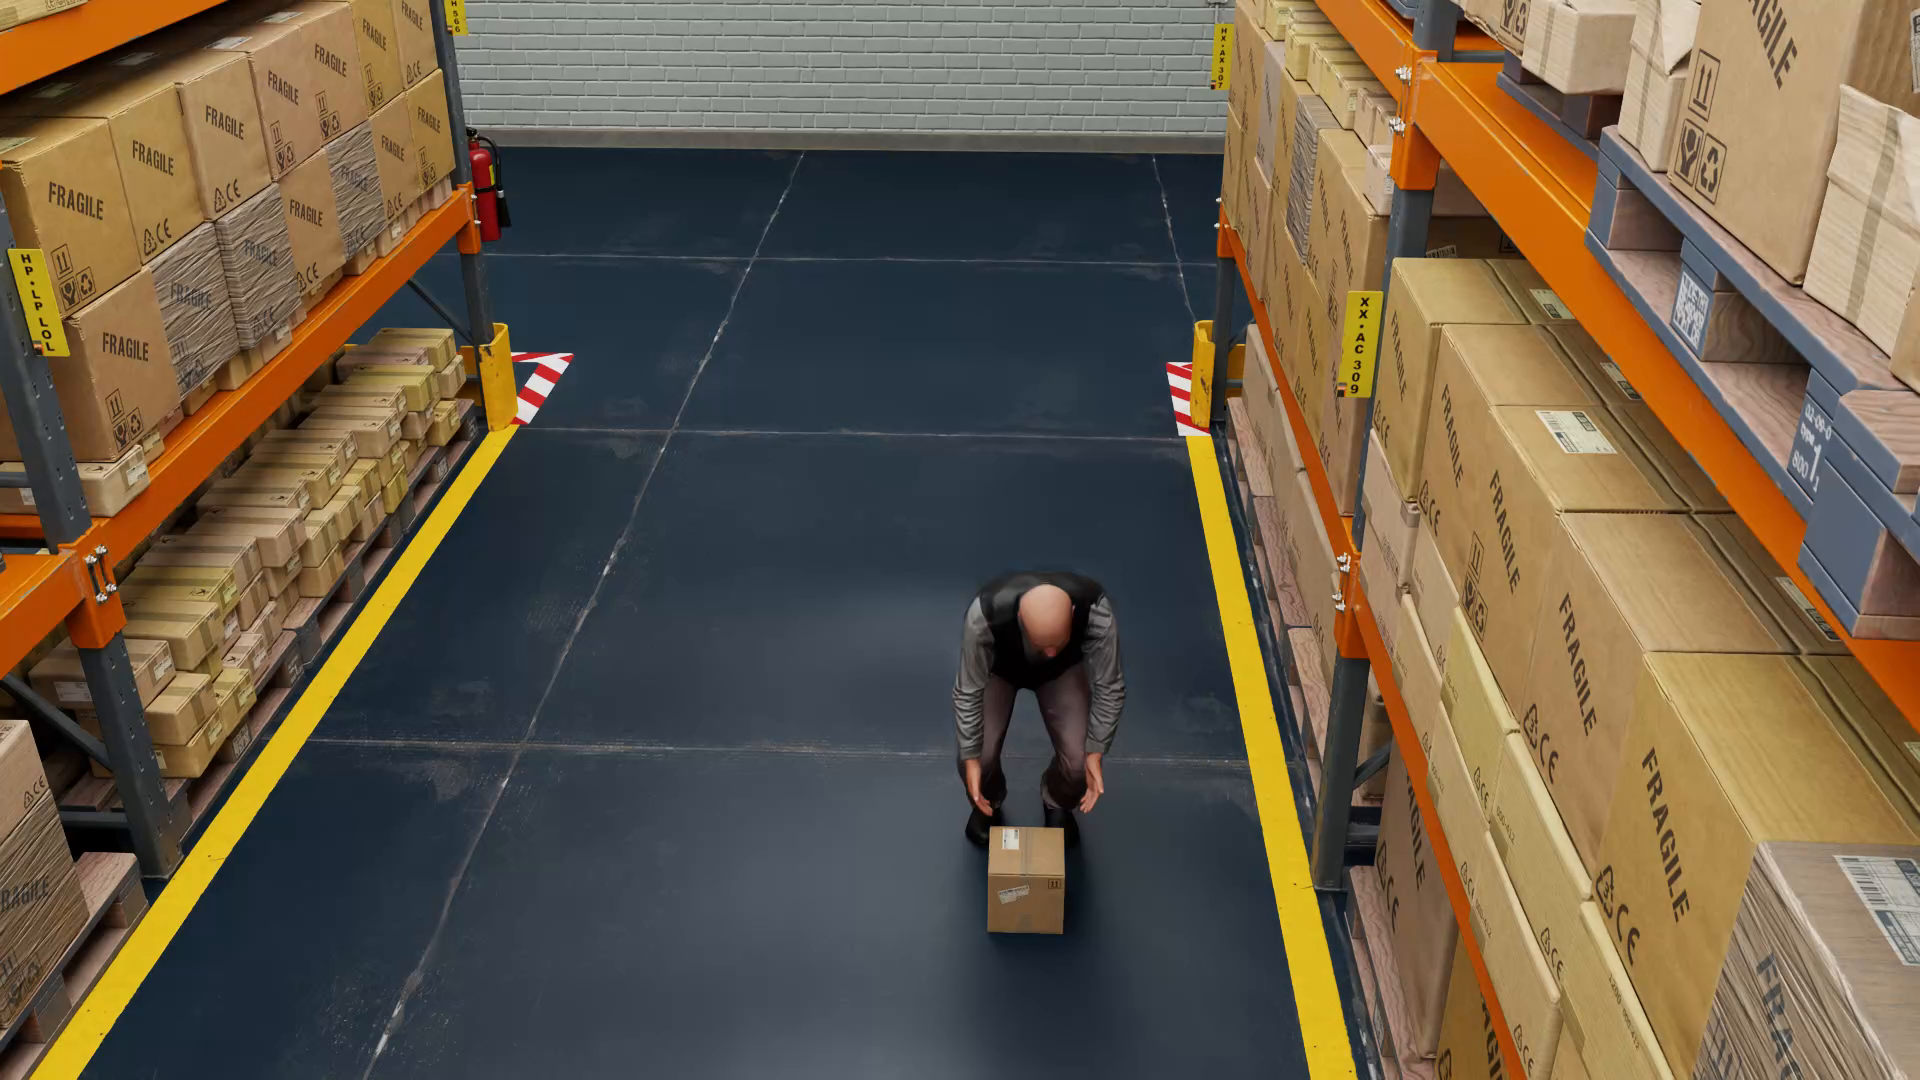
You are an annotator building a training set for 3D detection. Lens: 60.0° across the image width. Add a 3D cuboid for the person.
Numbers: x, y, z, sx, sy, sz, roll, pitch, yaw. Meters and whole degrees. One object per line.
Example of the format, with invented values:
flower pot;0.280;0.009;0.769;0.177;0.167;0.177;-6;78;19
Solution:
person;0.268;0.536;5.697;0.578;1.196;0.805;1;28;2
